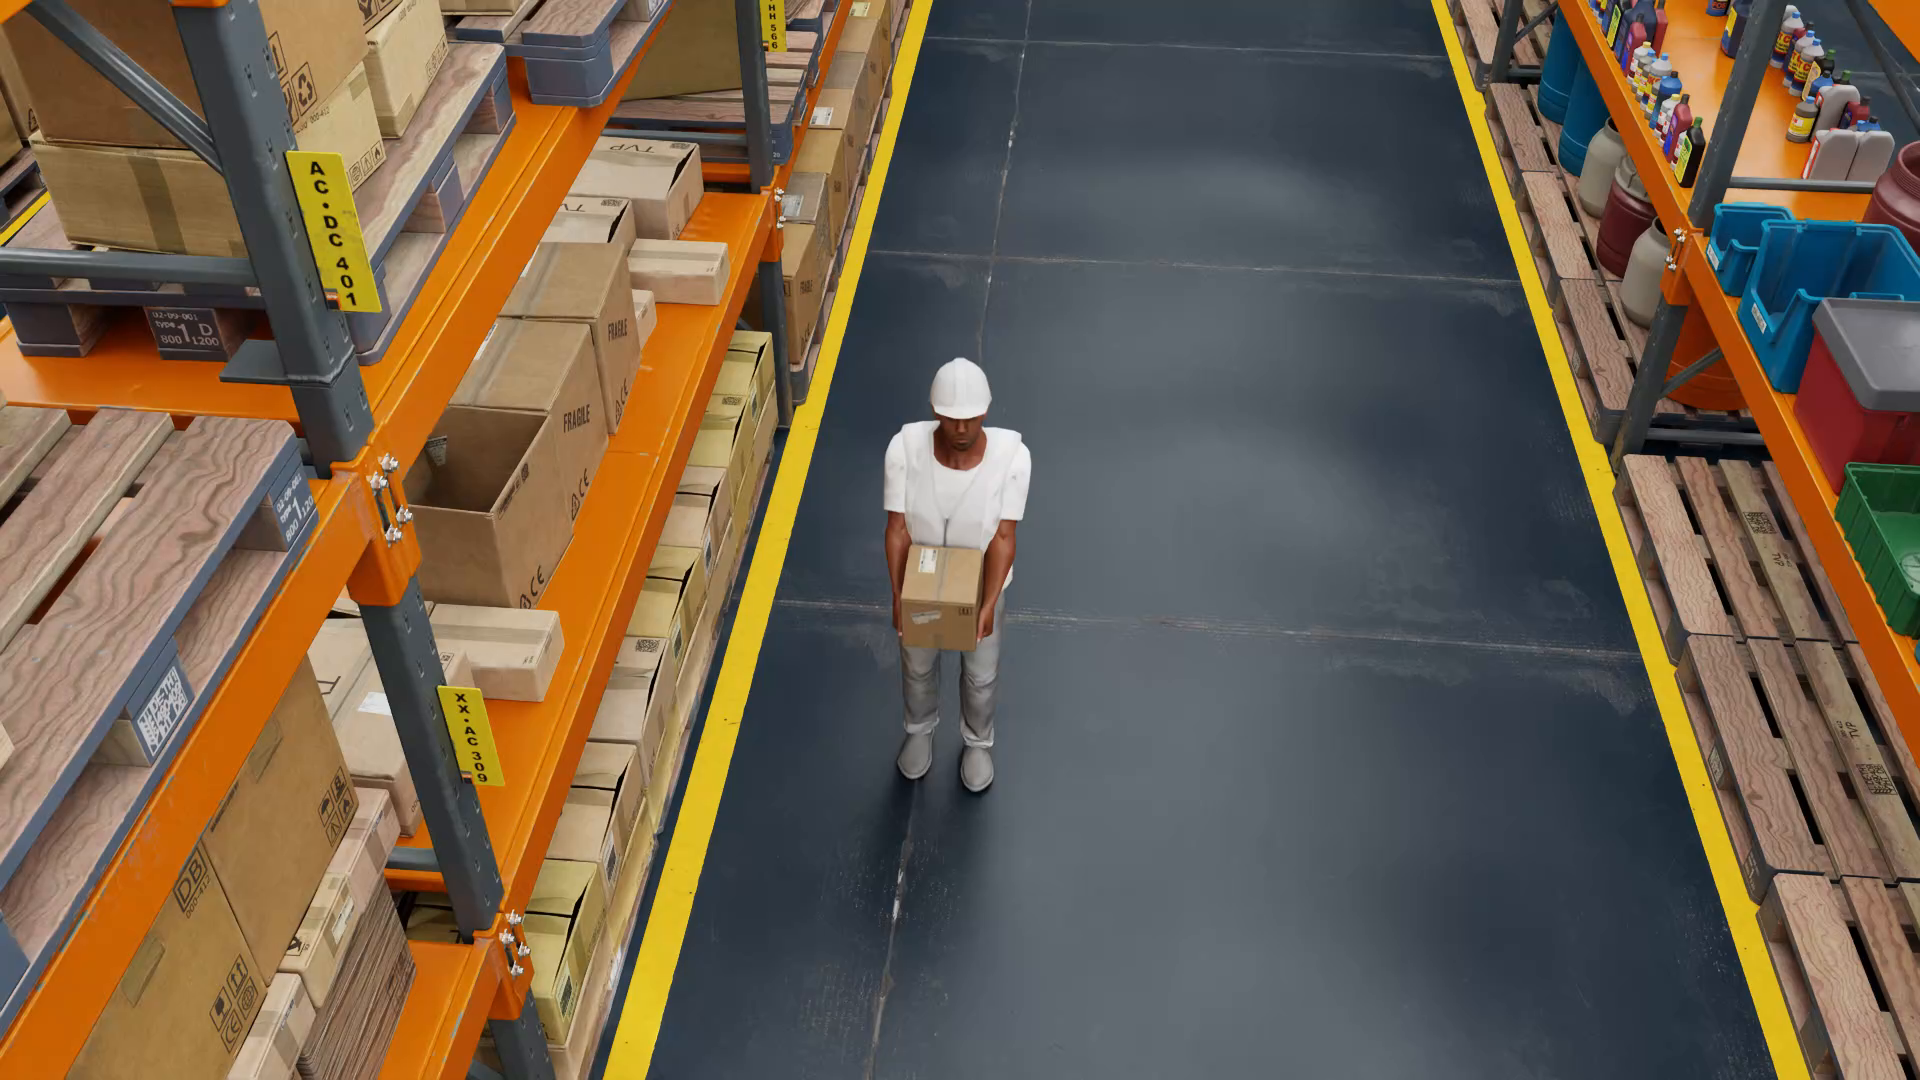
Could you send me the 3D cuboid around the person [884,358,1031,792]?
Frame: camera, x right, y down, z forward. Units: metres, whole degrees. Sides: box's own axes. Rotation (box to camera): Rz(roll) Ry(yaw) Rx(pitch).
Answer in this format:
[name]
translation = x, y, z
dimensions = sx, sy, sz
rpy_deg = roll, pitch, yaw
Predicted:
[person]
translation = -0.023, 0.198, 5.904
dimensions = 0.504, 1.760, 0.575
rpy_deg = 4, 40, 5
